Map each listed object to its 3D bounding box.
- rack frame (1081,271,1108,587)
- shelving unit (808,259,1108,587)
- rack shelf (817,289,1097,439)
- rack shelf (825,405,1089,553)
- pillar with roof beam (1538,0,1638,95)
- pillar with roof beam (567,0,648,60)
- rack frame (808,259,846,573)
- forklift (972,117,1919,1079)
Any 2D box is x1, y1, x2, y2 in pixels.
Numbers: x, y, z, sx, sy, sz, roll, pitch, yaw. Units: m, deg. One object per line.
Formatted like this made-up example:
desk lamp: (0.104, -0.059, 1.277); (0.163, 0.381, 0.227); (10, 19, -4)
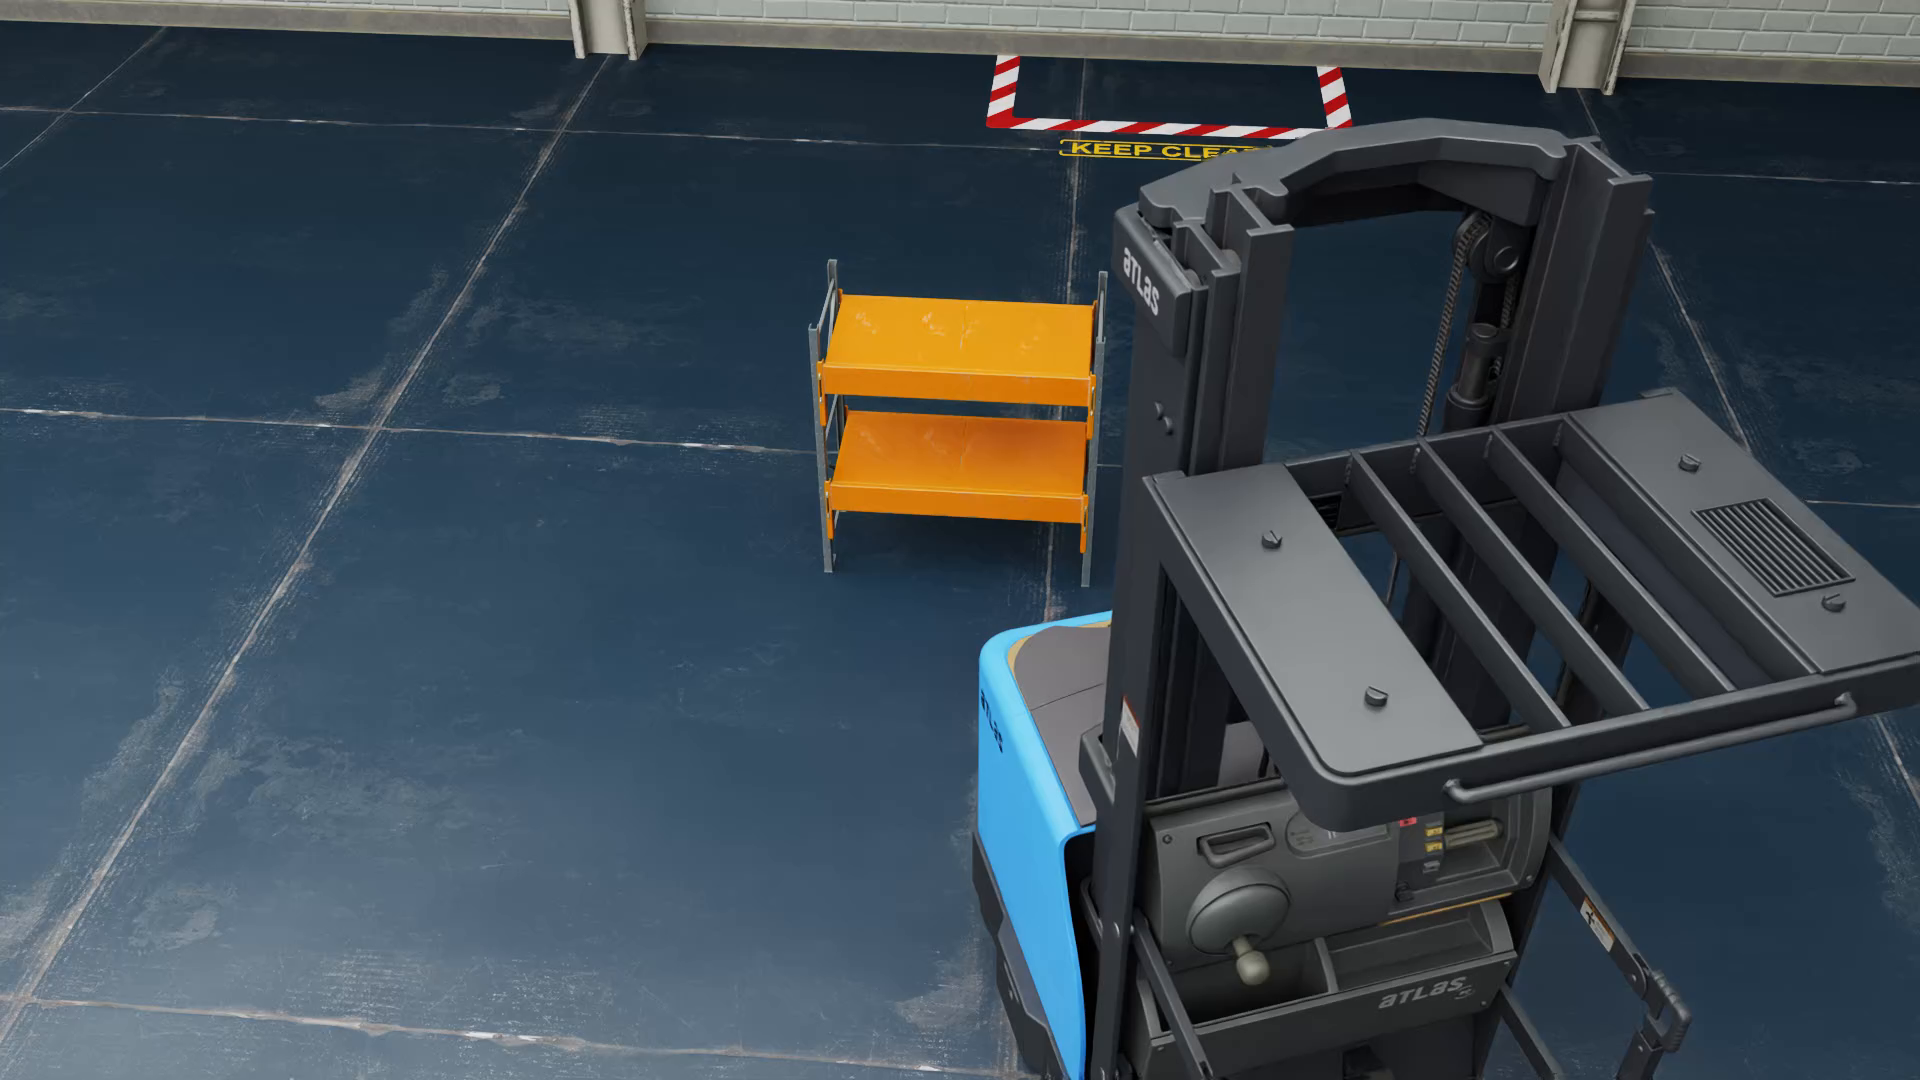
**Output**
rack frame: (0.513, -0.408, 6.360); (0.032, 1.125, 0.500); (3, 39, 4)
shelving unit: (0.007, -0.436, 6.394); (1.048, 1.125, 0.538); (3, 39, 4)
rack shelf: (0.007, -0.663, 6.210); (1.000, 0.278, 0.538); (3, 39, 4)
rack shelf: (0.007, -0.246, 6.549); (1.000, 0.278, 0.538); (3, 39, 4)
pillar with roof beam: (3.394, -3.581, 4.021); (0.400, 9.000, 9.100); (3, 39, 4)
pillar with roof beam: (-2.583, -3.908, 4.423); (0.400, 9.000, 9.100); (3, 39, 4)
rack frame: (-0.500, -0.464, 6.428); (0.032, 1.125, 0.500); (3, 39, 4)
forklift: (0.925, 0.779, 3.471); (1.130, 2.935, 3.031); (-10, 40, -12)
